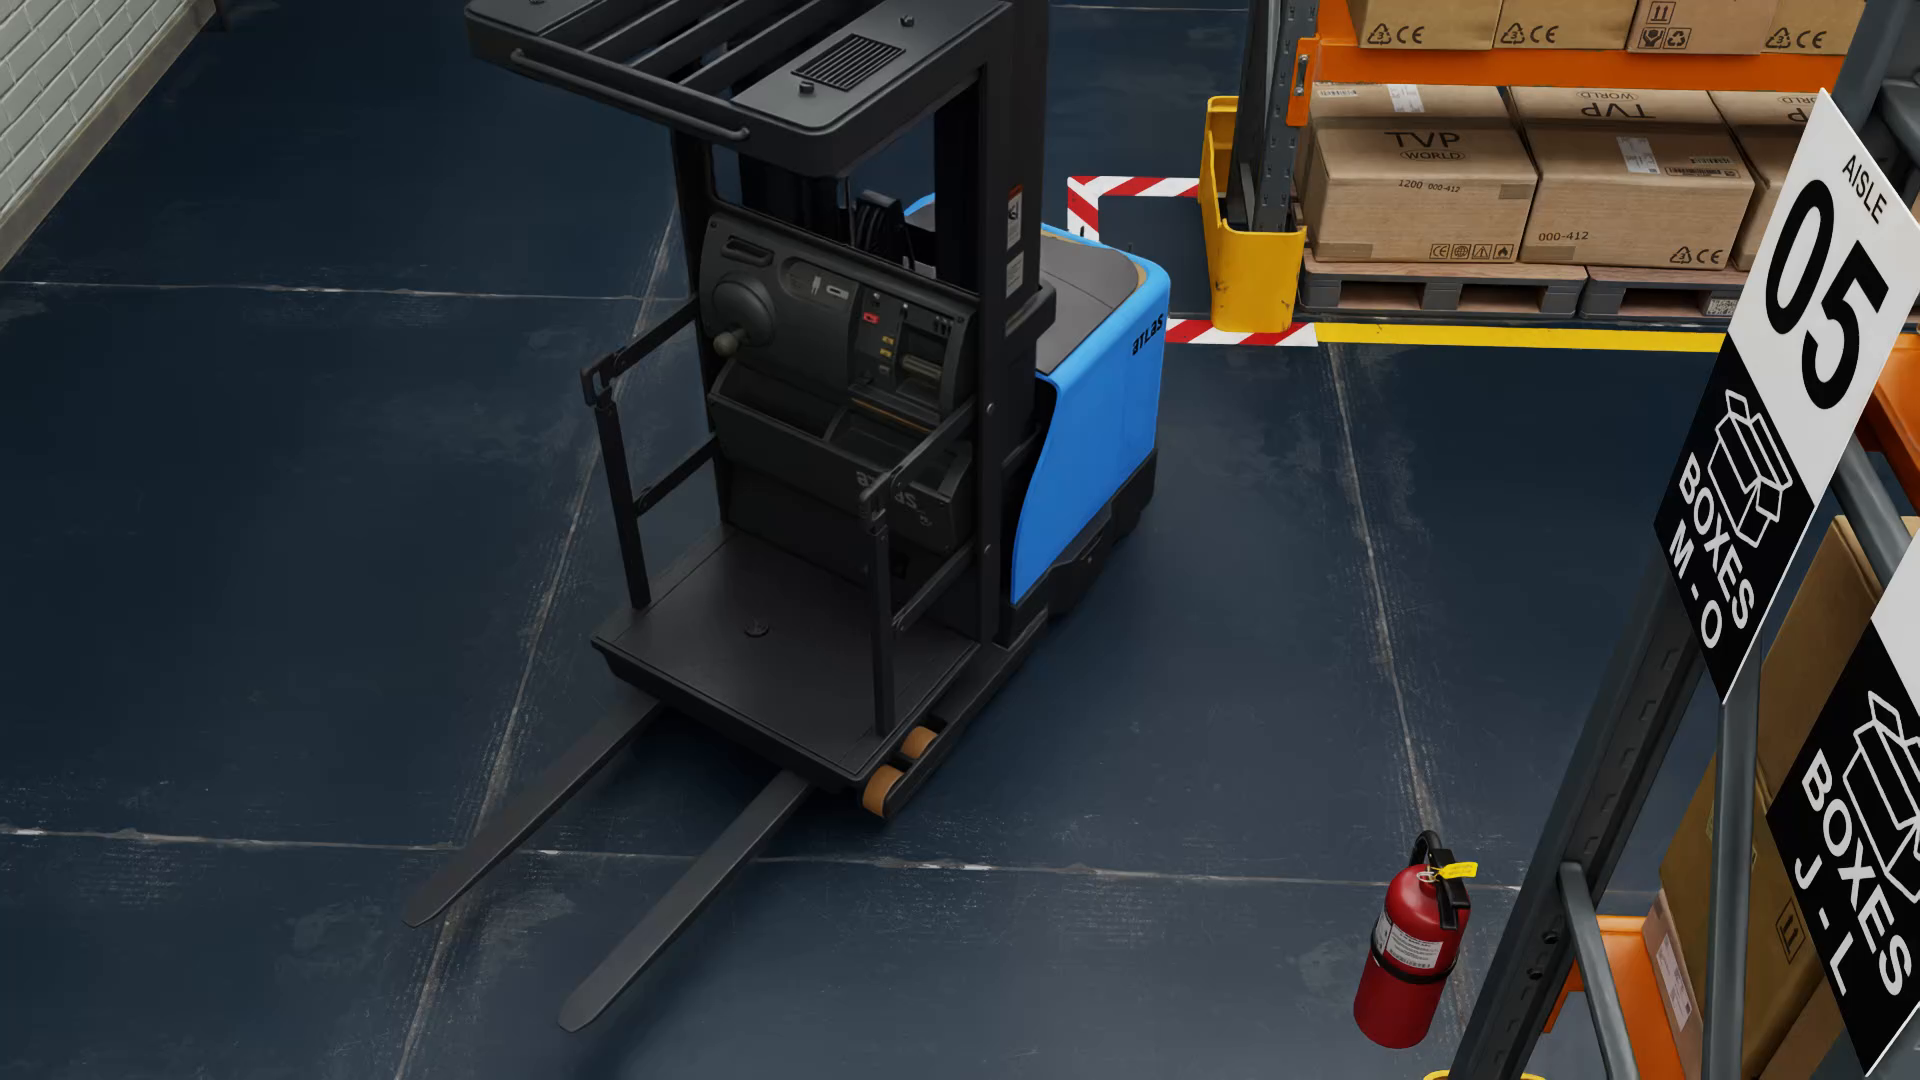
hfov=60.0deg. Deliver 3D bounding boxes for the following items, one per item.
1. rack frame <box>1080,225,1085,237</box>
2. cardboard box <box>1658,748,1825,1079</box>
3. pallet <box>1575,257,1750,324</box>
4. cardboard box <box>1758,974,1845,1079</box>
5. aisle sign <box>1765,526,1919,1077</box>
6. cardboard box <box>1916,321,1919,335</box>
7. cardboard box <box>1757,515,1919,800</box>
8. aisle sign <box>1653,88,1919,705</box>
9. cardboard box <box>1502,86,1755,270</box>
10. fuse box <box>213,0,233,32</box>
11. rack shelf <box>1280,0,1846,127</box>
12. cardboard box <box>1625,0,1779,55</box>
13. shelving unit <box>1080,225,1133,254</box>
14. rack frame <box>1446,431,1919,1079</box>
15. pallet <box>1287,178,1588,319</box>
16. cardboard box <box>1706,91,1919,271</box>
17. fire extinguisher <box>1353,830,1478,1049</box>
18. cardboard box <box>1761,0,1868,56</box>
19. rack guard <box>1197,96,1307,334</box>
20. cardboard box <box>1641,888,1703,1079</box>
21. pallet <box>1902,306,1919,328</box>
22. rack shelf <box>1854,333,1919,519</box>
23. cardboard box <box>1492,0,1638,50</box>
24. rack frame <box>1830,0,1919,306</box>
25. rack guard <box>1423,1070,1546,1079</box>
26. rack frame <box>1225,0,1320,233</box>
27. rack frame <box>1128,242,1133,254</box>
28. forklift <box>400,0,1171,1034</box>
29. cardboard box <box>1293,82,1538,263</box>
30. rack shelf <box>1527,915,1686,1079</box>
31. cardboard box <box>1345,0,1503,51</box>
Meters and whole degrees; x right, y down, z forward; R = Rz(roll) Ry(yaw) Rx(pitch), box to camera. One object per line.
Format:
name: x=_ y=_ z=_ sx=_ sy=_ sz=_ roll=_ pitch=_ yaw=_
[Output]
rack frame: x=0.397 y=-0.771 z=6.417 sx=0.006 sy=0.900 sz=0.240 roll=23 pitch=48 yaw=23
cardboard box: x=1.657 y=0.672 z=3.036 sx=0.500 sy=0.500 sz=0.500 roll=3 pitch=43 yaw=3
pallet: x=3.336 y=-1.364 z=7.559 sx=1.213 sy=0.211 sz=1.003 roll=2 pitch=43 yaw=2
cardboard box: x=1.633 y=1.035 z=2.646 sx=0.500 sy=0.500 sz=0.500 roll=4 pitch=43 yaw=4
aisle sign: x=1.110 y=0.230 z=1.896 sx=0.004 sy=0.787 sz=0.394 roll=2 pitch=43 yaw=2
cardboard box: x=1.663 y=-0.230 z=2.206 sx=0.500 sy=0.250 sz=0.500 roll=1 pitch=43 yaw=1
cardboard box: x=1.665 y=0.312 z=2.689 sx=0.500 sy=0.500 sz=0.500 roll=1 pitch=43 yaw=1
aisle sign: x=1.137 y=-0.179 z=2.334 sx=0.004 sy=0.787 sz=0.394 roll=2 pitch=43 yaw=2
cardboard box: x=2.897 y=-1.636 z=7.378 sx=0.875 sy=0.438 sz=0.875 roll=3 pitch=43 yaw=3
fuse box: x=-4.075 y=-3.507 z=8.759 sx=0.414 sy=1.711 sz=0.539 roll=2 pitch=43 yaw=2
rack shelf: x=3.317 y=-2.070 z=6.799 sx=4.000 sy=0.370 sz=1.077 roll=2 pitch=43 yaw=2
cardboard box: x=2.799 y=-2.197 z=6.334 sx=0.500 sy=0.500 sz=0.500 roll=2 pitch=43 yaw=2
shelving unit: x=0.483 y=-0.734 z=6.378 sx=0.210 sy=0.900 sz=0.258 roll=23 pitch=48 yaw=23
rack frame: x=1.197 y=0.979 z=2.999 sx=0.127 sy=3.000 sz=1.000 roll=2 pitch=43 yaw=2
pallet: x=2.121 y=-1.403 z=7.602 sx=1.213 sy=0.211 sz=1.003 roll=2 pitch=43 yaw=2
cardboard box: x=3.798 y=-1.608 z=7.347 sx=0.875 sy=0.438 sz=0.875 roll=1 pitch=43 yaw=1
fire extinguisher: x=0.966 y=0.822 z=3.498 sx=0.183 sy=0.674 sz=0.296 roll=2 pitch=43 yaw=2
cardboard box: x=3.300 y=-2.193 z=6.330 sx=0.500 sy=0.500 sz=0.500 roll=3 pitch=43 yaw=3
rack guard: x=1.295 y=-1.481 z=7.473 sx=0.348 sy=0.500 sz=1.175 roll=2 pitch=43 yaw=2
cardboard box: x=1.535 y=0.888 z=3.280 sx=0.250 sy=0.149 sz=0.380 roll=2 pitch=43 yaw=2
pallet: x=4.558 y=-1.328 z=7.521 sx=1.213 sy=0.211 sz=1.003 roll=2 pitch=43 yaw=2
rack shelf: x=3.195 y=0.206 z=2.155 sx=4.000 sy=0.370 sz=1.077 roll=2 pitch=43 yaw=2
cardboard box: x=2.292 y=-2.225 z=6.364 sx=0.500 sy=0.500 sz=0.500 roll=1 pitch=43 yaw=1
rack frame: x=1.197 y=-1.216 z=0.954 sx=0.127 sy=3.000 sz=1.000 roll=2 pitch=43 yaw=2
rack guard: x=1.273 y=1.896 z=3.848 sx=0.348 sy=0.500 sz=1.175 roll=2 pitch=43 yaw=2
rack frame: x=1.319 y=-2.395 z=6.620 sx=0.127 sy=3.000 sz=1.000 roll=2 pitch=43 yaw=2
rack frame: x=0.569 y=-0.697 z=6.338 sx=0.006 sy=0.900 sz=0.240 roll=23 pitch=48 yaw=23
forklift: x=-0.494 y=-0.562 z=4.703 sx=1.130 sy=2.935 sz=3.031 roll=24 pitch=48 yaw=24
cardboard box: x=1.982 y=-1.659 z=7.402 sx=0.875 sy=0.438 sz=0.875 roll=0 pitch=43 yaw=0
rack shelf: x=3.195 y=1.304 z=3.178 sx=4.000 sy=0.370 sz=1.077 roll=2 pitch=43 yaw=2
cardboard box: x=1.785 y=-2.221 z=6.360 sx=0.500 sy=0.500 sz=0.500 roll=1 pitch=43 yaw=2
